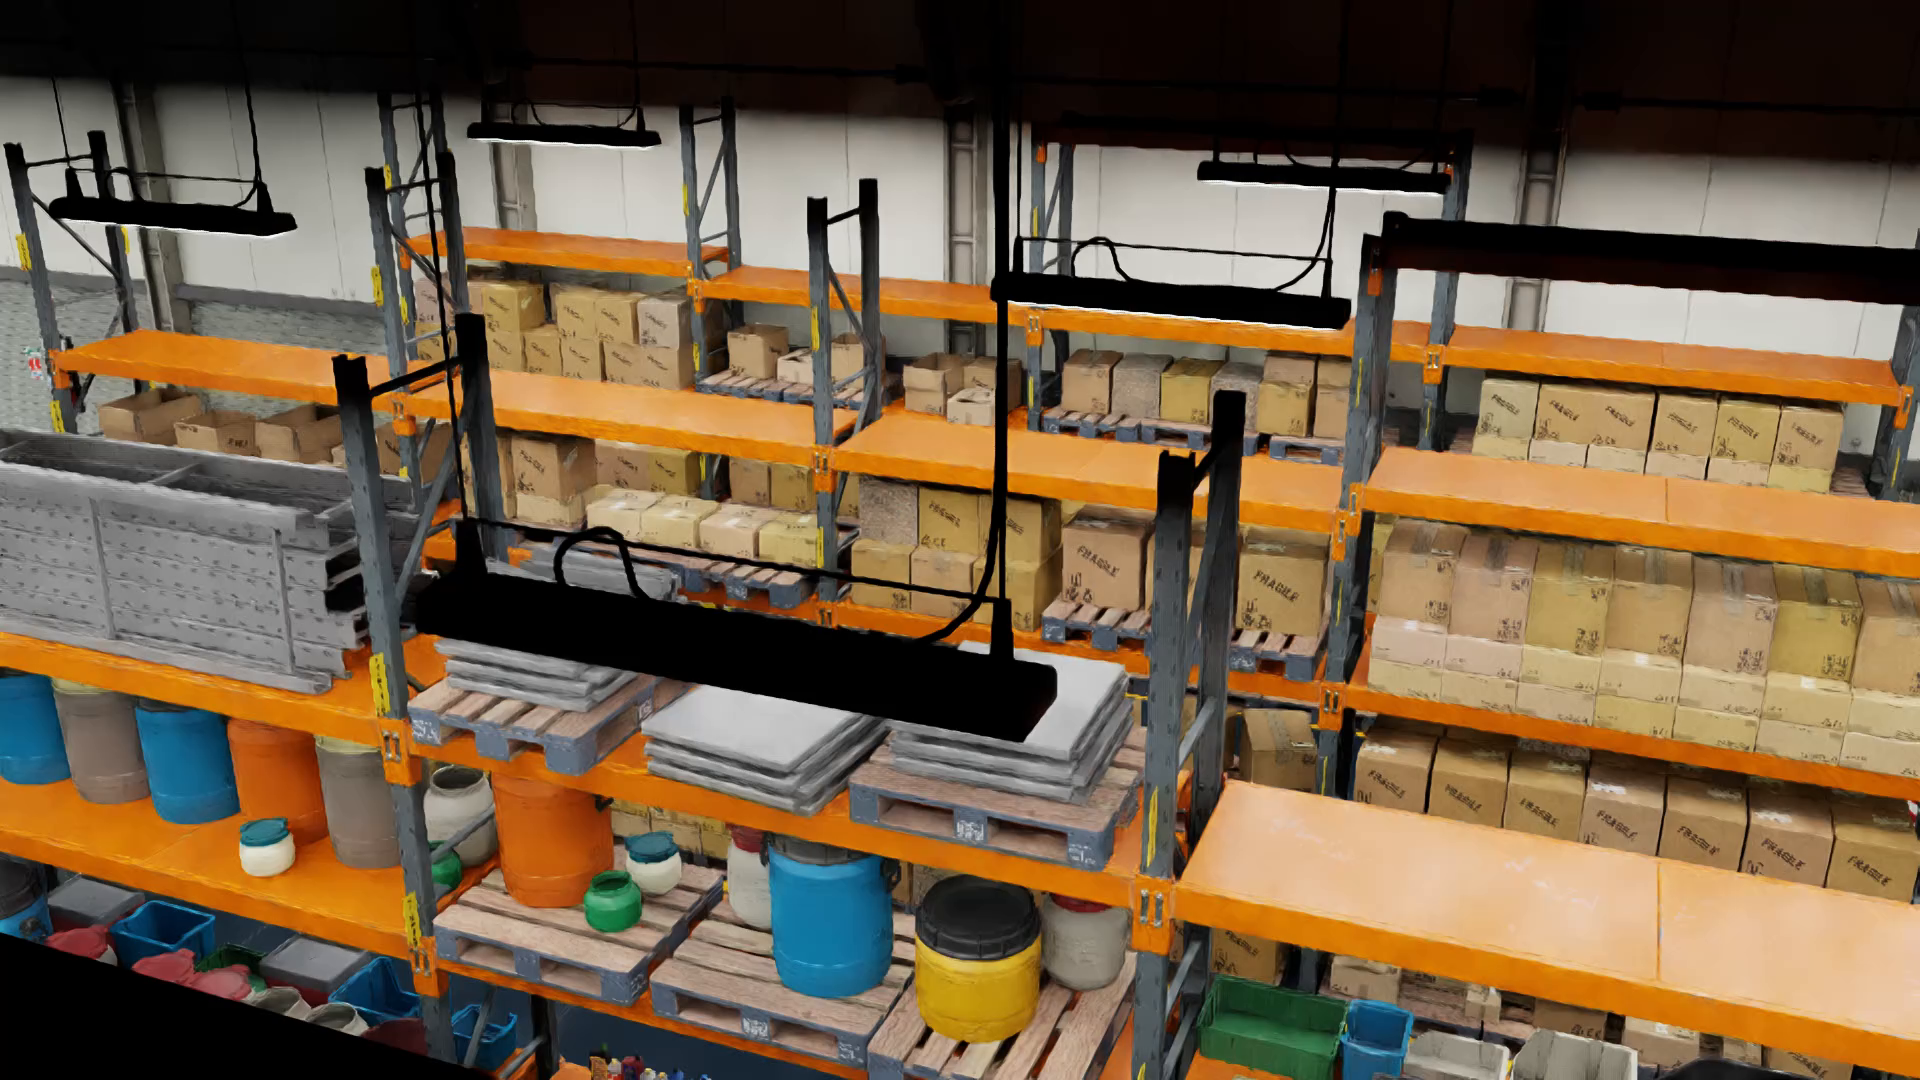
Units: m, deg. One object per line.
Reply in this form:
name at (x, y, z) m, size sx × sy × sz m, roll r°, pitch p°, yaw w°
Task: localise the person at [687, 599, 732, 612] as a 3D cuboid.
person at (-2.651, 0.751, 18.023) m, size 0.843 × 1.702 × 0.708 m, roll 2°, pitch 21°, yaw 5°
